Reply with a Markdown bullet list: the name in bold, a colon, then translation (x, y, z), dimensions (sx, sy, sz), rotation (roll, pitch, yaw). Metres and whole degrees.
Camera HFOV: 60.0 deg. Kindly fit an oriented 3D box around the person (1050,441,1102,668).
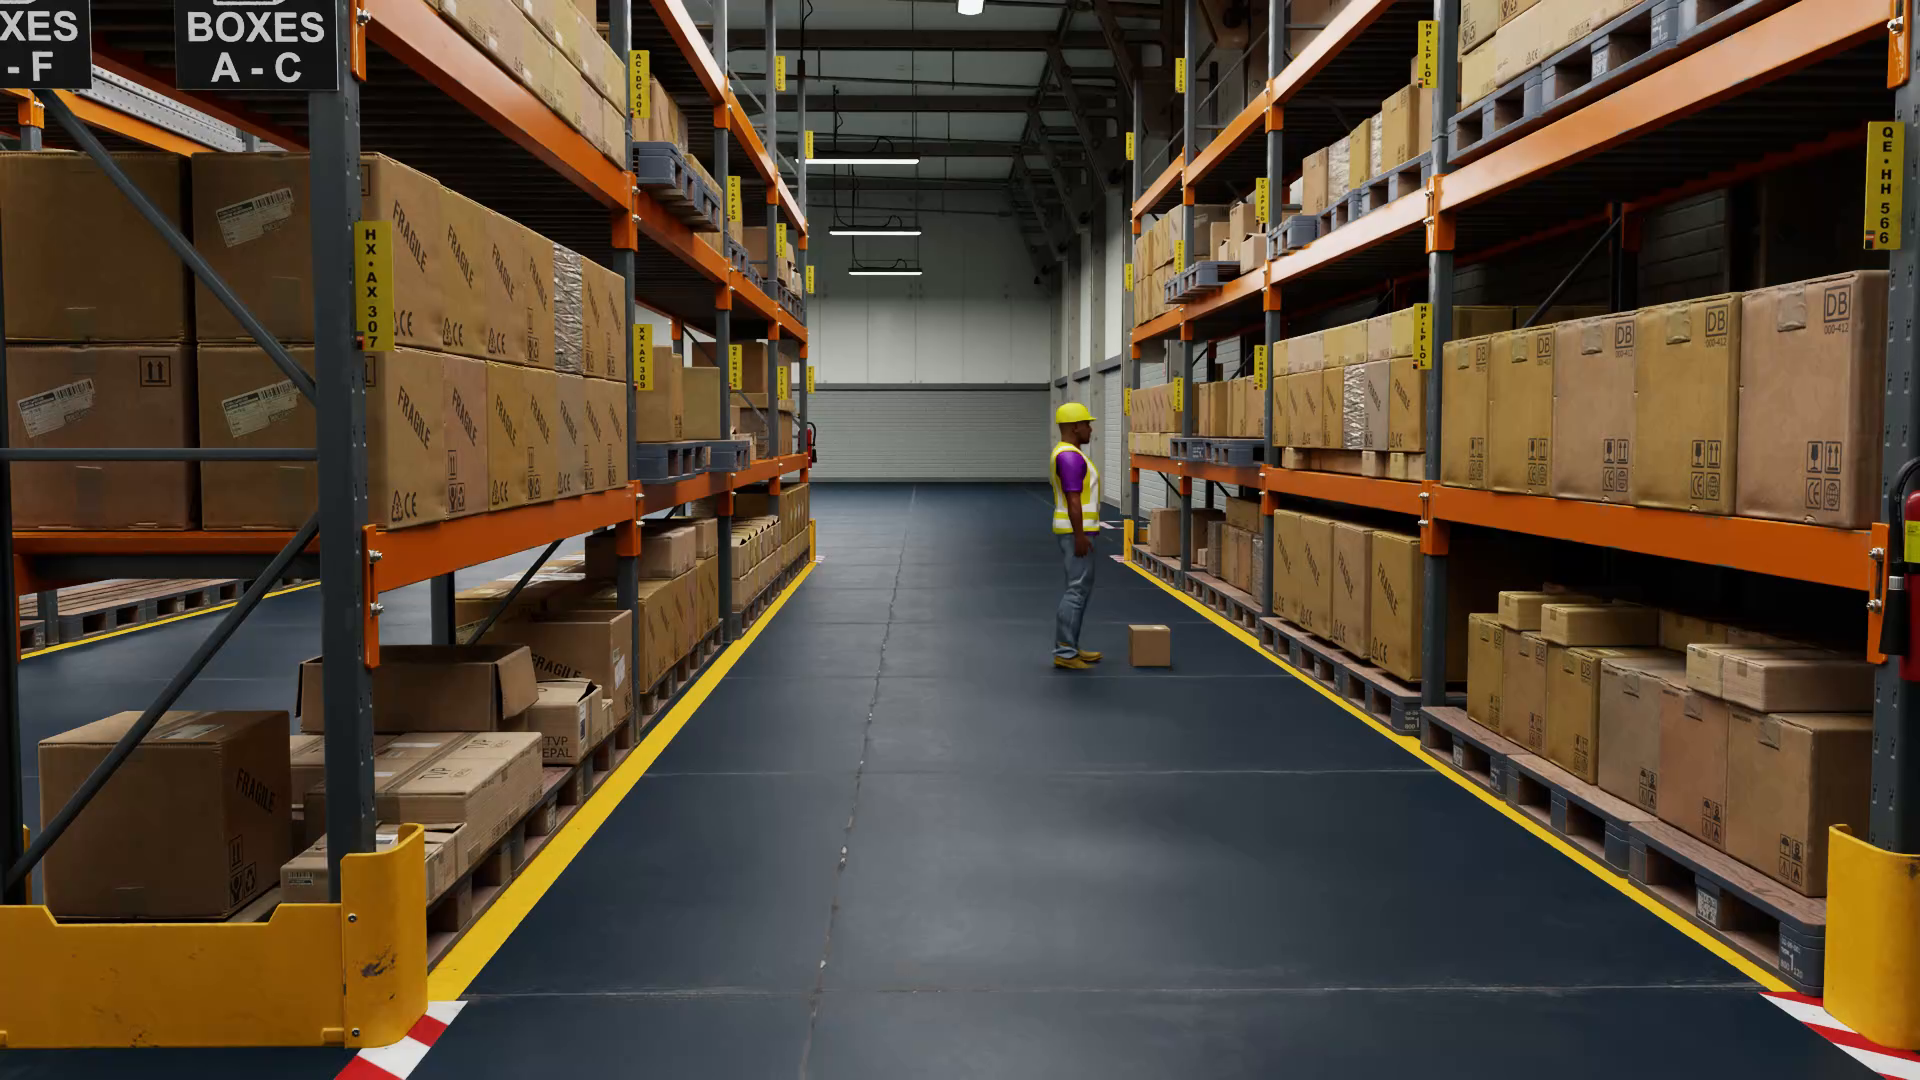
- **person**: translation (-8.075, -1.019, 15.491), dimensions (18.071, 3.229, 9.187), rotation (0, 4, 0)
